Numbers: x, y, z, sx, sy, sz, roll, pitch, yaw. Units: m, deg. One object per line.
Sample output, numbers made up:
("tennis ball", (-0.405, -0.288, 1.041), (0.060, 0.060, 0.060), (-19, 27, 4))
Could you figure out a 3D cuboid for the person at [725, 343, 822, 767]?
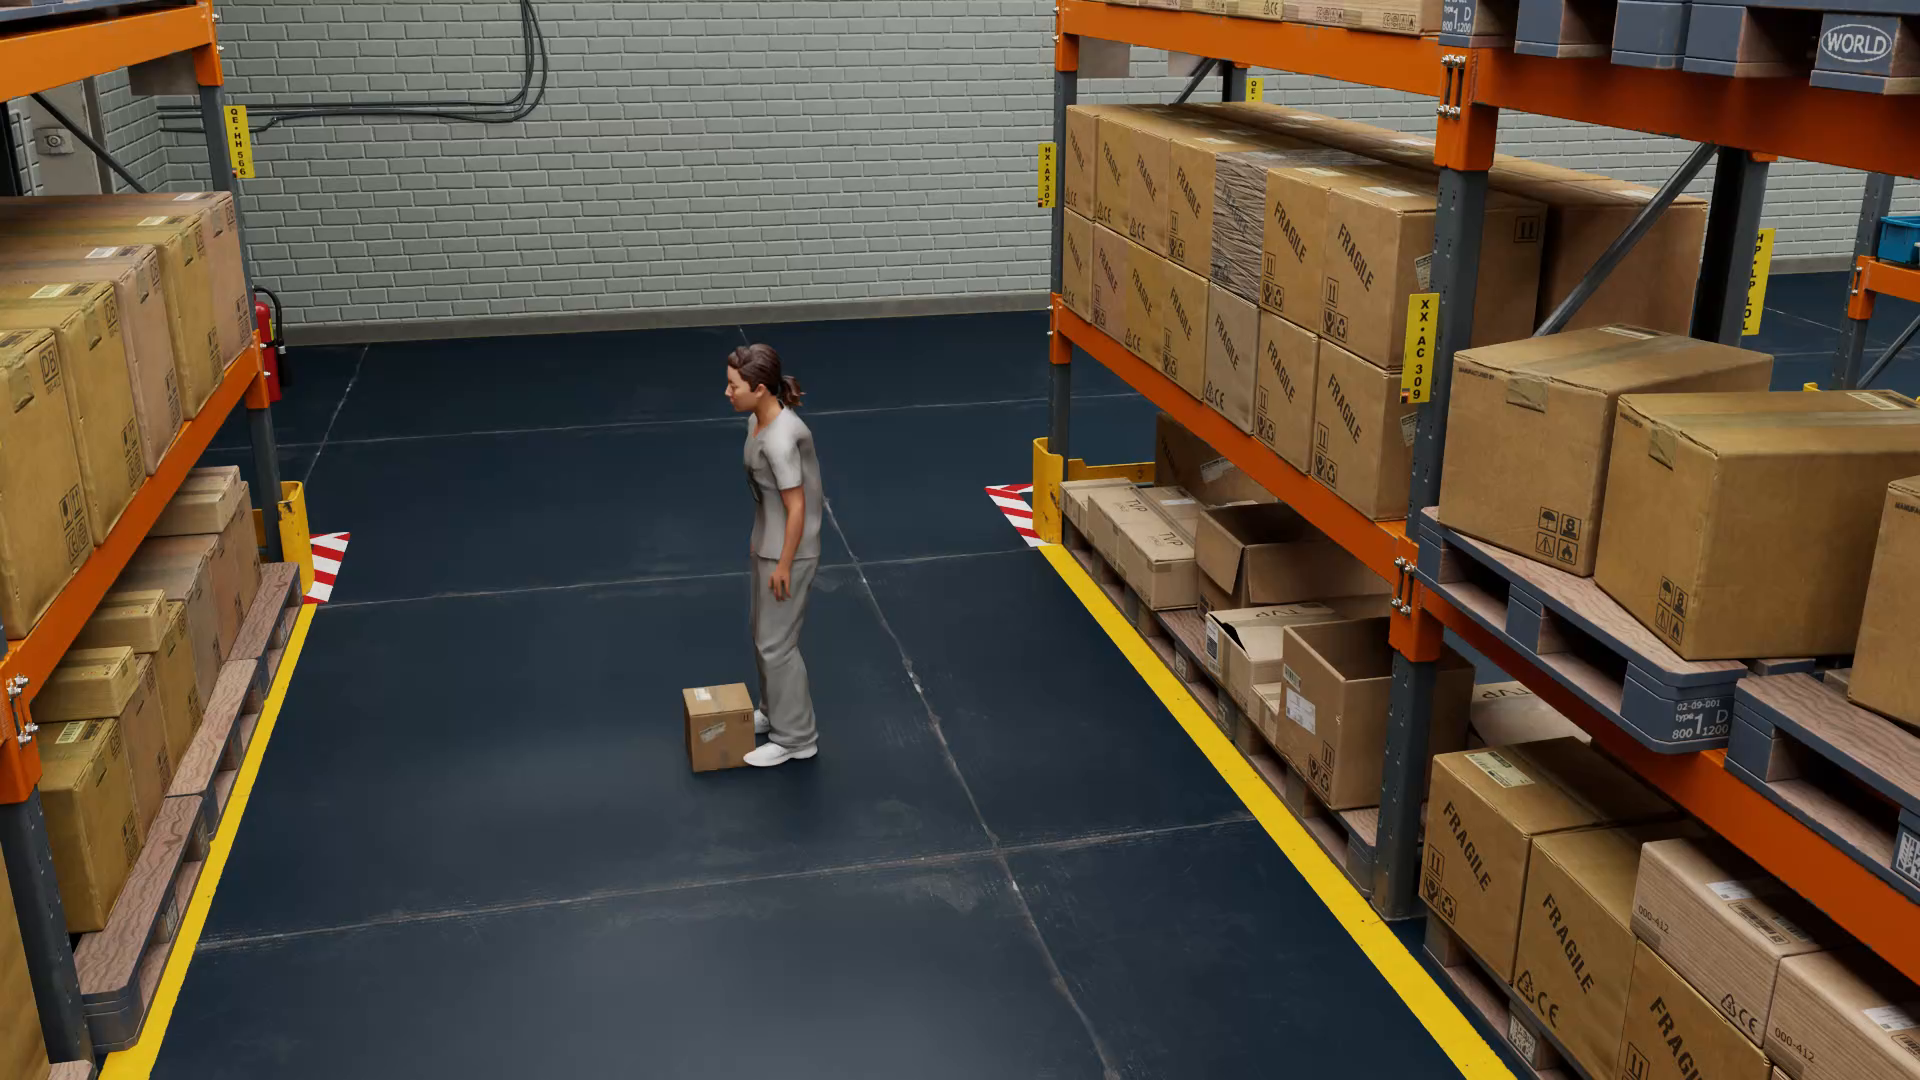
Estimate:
("person", (-0.716, 0.050, 6.435), (0.362, 1.671, 0.497), (-5, 20, -15))
